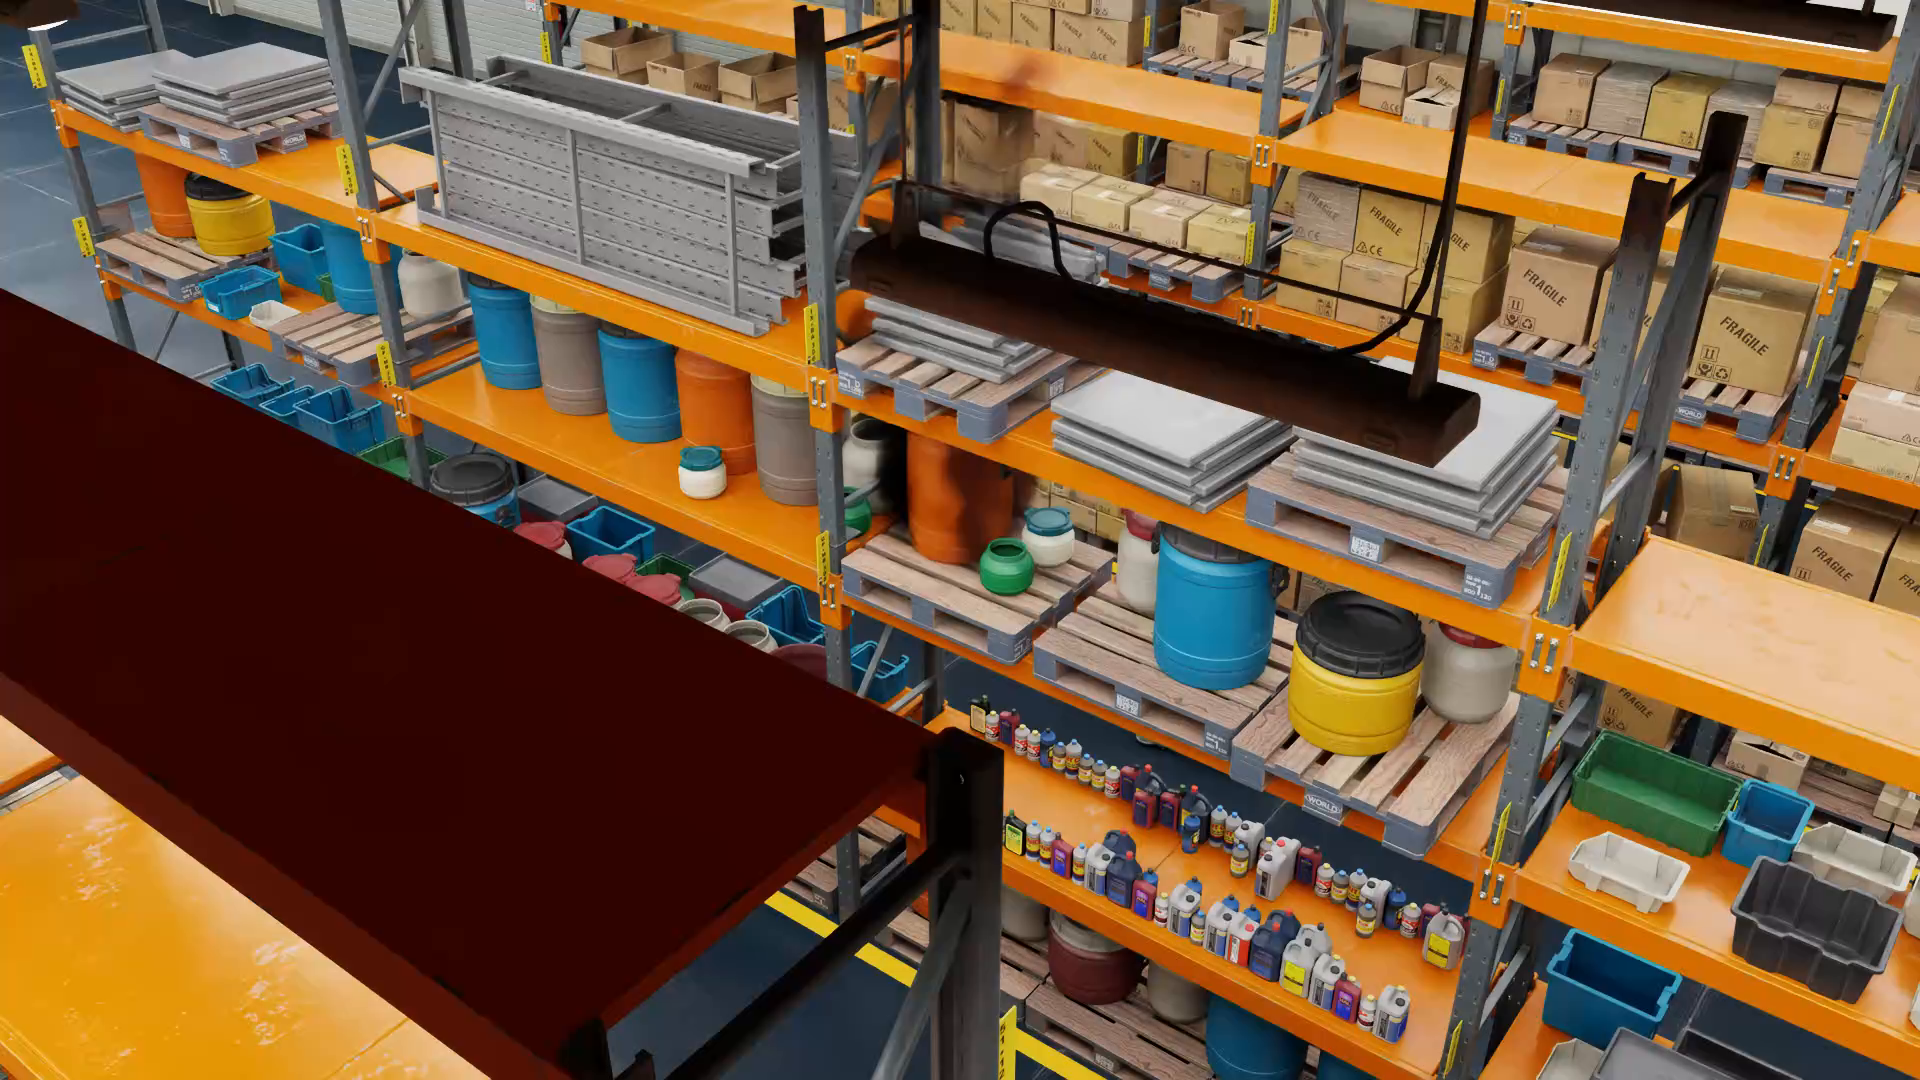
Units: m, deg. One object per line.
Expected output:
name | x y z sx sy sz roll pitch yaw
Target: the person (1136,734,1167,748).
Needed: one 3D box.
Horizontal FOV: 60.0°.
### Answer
person | 1.466 0.830 12.332 0.539 1.651 0.592 18 36 27
